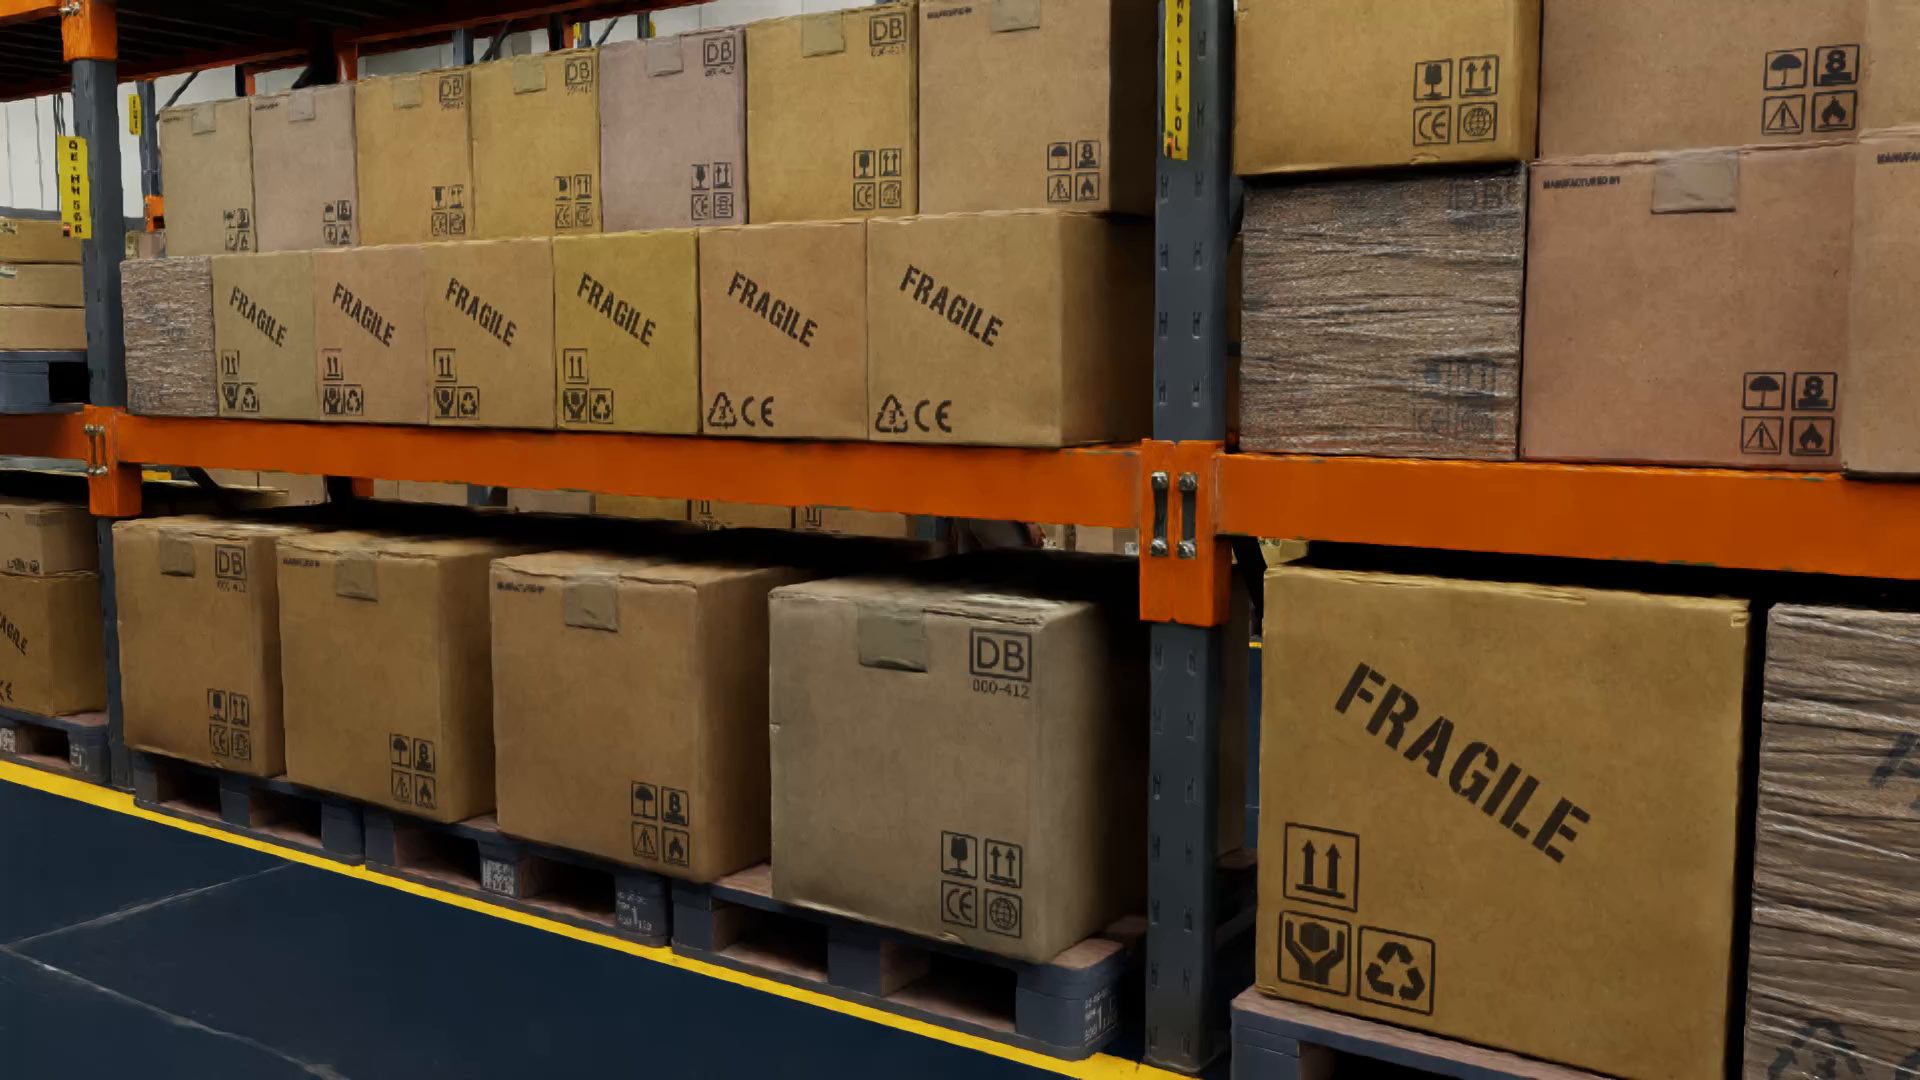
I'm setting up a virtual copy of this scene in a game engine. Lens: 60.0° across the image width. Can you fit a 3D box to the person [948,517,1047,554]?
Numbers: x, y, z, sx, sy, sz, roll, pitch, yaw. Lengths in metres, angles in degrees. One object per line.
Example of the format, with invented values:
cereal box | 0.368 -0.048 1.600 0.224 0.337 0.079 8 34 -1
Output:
person | 0.114 -0.085 6.636 0.450 1.651 0.637 -2 7 -19
